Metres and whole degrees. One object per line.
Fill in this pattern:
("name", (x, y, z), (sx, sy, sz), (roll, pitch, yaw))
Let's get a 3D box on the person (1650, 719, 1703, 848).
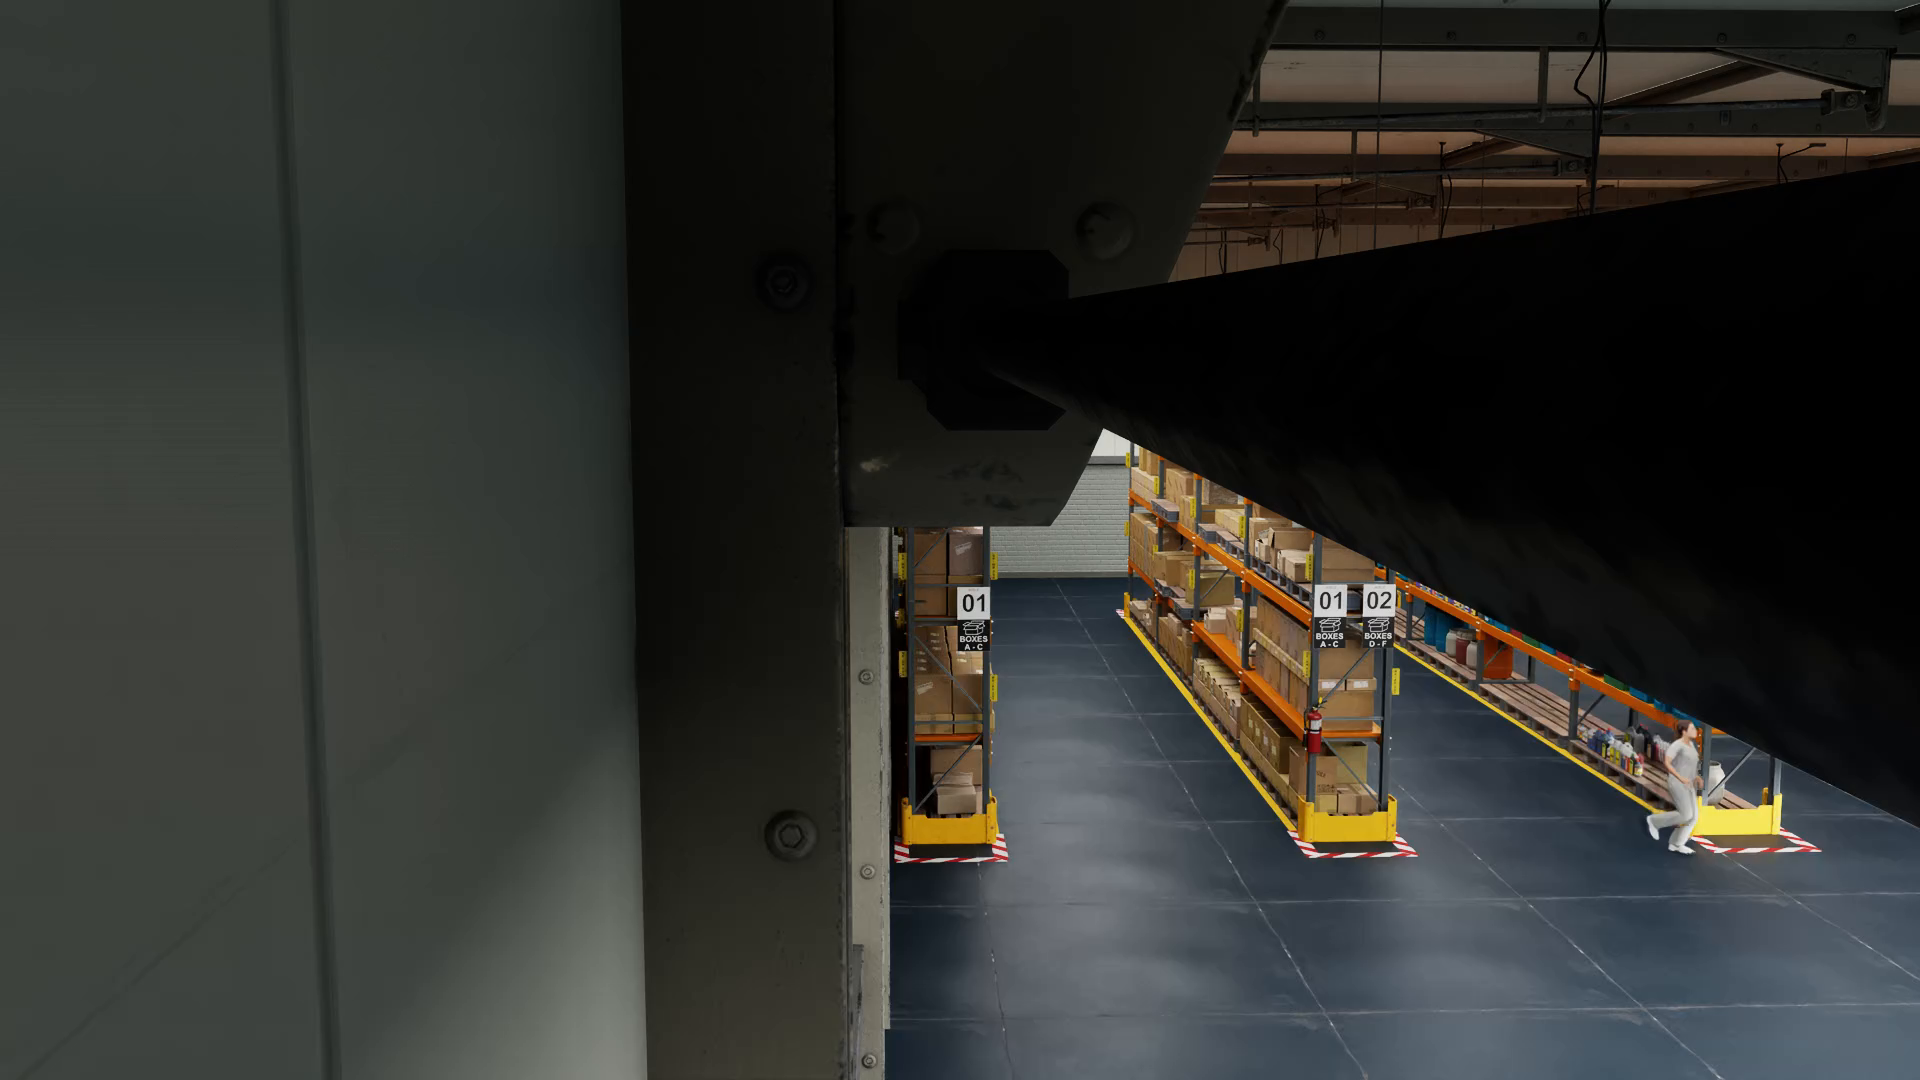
("person", (8.741, 2.936, 20.193), (0.597, 1.560, 0.513), (-6, 10, -40))
